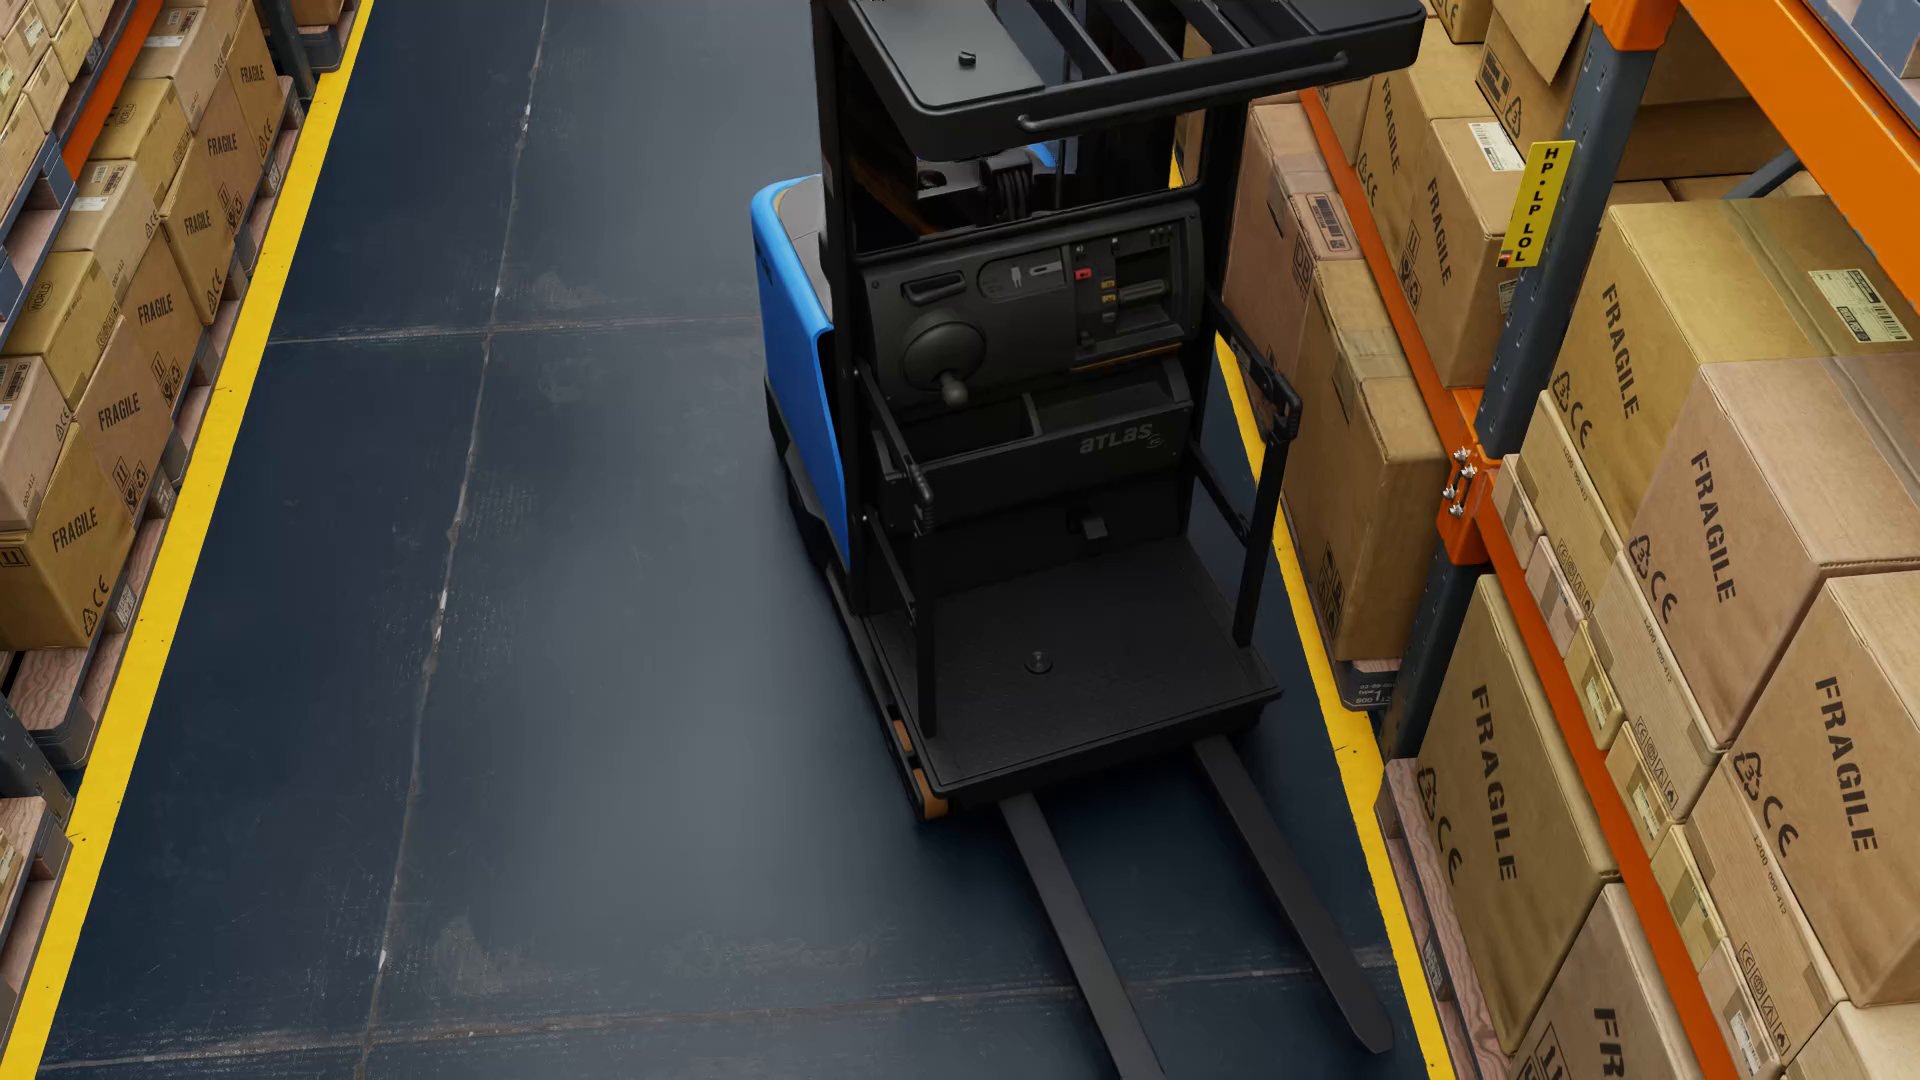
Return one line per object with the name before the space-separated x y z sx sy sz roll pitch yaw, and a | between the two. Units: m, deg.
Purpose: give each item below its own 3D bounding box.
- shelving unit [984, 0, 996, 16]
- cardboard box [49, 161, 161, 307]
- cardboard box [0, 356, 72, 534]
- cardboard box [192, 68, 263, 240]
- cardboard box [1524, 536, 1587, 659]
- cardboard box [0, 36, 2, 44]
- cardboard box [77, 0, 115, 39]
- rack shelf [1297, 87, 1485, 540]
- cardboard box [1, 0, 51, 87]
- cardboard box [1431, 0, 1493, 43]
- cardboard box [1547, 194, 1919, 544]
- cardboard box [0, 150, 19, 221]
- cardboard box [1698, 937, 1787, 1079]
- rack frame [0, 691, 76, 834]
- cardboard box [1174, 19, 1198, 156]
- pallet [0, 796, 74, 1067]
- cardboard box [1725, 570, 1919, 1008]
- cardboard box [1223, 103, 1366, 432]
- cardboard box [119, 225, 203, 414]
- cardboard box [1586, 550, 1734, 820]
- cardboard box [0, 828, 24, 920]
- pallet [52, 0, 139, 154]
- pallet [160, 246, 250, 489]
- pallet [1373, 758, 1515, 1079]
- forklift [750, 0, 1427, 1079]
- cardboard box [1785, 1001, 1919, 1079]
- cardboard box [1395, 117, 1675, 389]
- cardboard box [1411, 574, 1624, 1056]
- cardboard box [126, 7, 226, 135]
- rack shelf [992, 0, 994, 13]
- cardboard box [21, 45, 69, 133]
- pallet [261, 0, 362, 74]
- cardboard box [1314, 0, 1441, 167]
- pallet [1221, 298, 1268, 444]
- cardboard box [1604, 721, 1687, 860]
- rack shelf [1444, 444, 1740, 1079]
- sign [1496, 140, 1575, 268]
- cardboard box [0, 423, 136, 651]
shelving unit | -0.090 -1.559 5.779 0.431 2.100 0.503 2 47 1
cardboard box | -3.037 -1.018 5.564 0.500 0.250 0.500 -2 47 -2
cardboard box | -2.952 -0.263 4.849 0.500 0.250 0.500 -5 47 -5
cardboard box | -3.133 -1.512 6.549 0.500 0.500 0.500 -2 47 -2
cardboard box | 1.513 0.113 3.750 0.380 0.149 0.250 -5 47 -5
cardboard box | -2.794 -1.313 4.402 0.380 0.149 0.250 -4 47 -4
cardboard box | -2.860 -1.668 5.147 0.380 0.149 0.250 -5 47 -5
rack shelf | 1.631 -1.598 5.693 1.077 0.370 4.000 -3 47 -3
cardboard box | -2.820 -1.400 4.689 0.380 0.149 0.250 -2 47 -2
cardboard box | 1.690 -1.736 4.569 0.797 0.503 0.637 -3 47 -3
cardboard box | 1.583 -0.345 3.392 0.500 0.500 0.500 -3 47 -3
cardboard box | -2.774 -0.922 4.441 0.380 0.149 0.250 -3 47 -3
cardboard box | 1.600 0.860 3.042 0.380 0.149 0.250 -3 47 -3
rack frame | -3.153 -0.170 3.845 1.000 3.000 0.127 -3 47 -3
cardboard box | 1.500 -2.205 6.947 1.225 0.875 0.875 -5 47 -5
pallet | -3.062 1.273 4.399 1.003 0.211 1.213 -3 47 -3
cardboard box | 1.665 0.388 2.698 0.500 0.500 0.500 -5 47 -5
cardboard box | 1.649 -0.920 5.730 1.225 0.875 0.875 -5 47 -5
cardboard box | -3.054 -0.766 5.842 0.500 0.500 0.500 -3 47 -3
cardboard box | 1.613 0.267 3.329 0.500 0.250 0.500 -4 47 -3
cardboard box | -2.781 0.929 4.478 0.380 0.149 0.250 -3 47 -3
pallet | -3.281 -1.568 5.301 1.003 0.211 1.213 -3 47 -3
pallet | -3.325 -0.659 6.229 1.003 0.211 1.213 -3 47 -3
pallet | 1.784 1.116 4.548 1.003 0.211 1.213 -3 47 -3
forklift | 0.282 -0.519 4.222 1.130 2.935 3.031 -15 48 -13
cardboard box | 1.695 0.999 2.636 0.500 0.250 0.500 -3 47 -3
cardboard box | 1.487 -0.754 4.329 0.500 0.500 0.500 -3 47 -3
cardboard box | 1.774 0.671 4.223 0.875 0.875 0.875 -3 47 -3
cardboard box | -3.116 -1.763 6.270 0.500 0.250 0.500 -3 47 -3
rack shelf | -0.088 -2.030 5.281 0.431 0.518 0.480 2 47 1
cardboard box | -2.815 -1.288 4.788 0.380 0.149 0.250 -5 47 -5
pallet | -3.479 -2.680 8.143 1.003 0.211 1.213 -3 47 -3
cardboard box | 1.402 -1.490 5.027 0.500 0.500 0.500 -4 47 -4
pallet | 1.553 -0.878 6.436 1.003 0.211 1.213 -3 47 -3
cardboard box | 1.560 0.493 3.390 0.380 0.149 0.250 -5 47 -4
rack shelf | 1.965 1.296 2.952 1.077 0.370 4.000 -3 47 -3
sign | 1.258 -0.729 3.632 0.100 0.325 0.005 -3 47 -3
cardboard box | -2.951 -0.005 5.121 0.500 0.500 0.500 -2 47 -2
